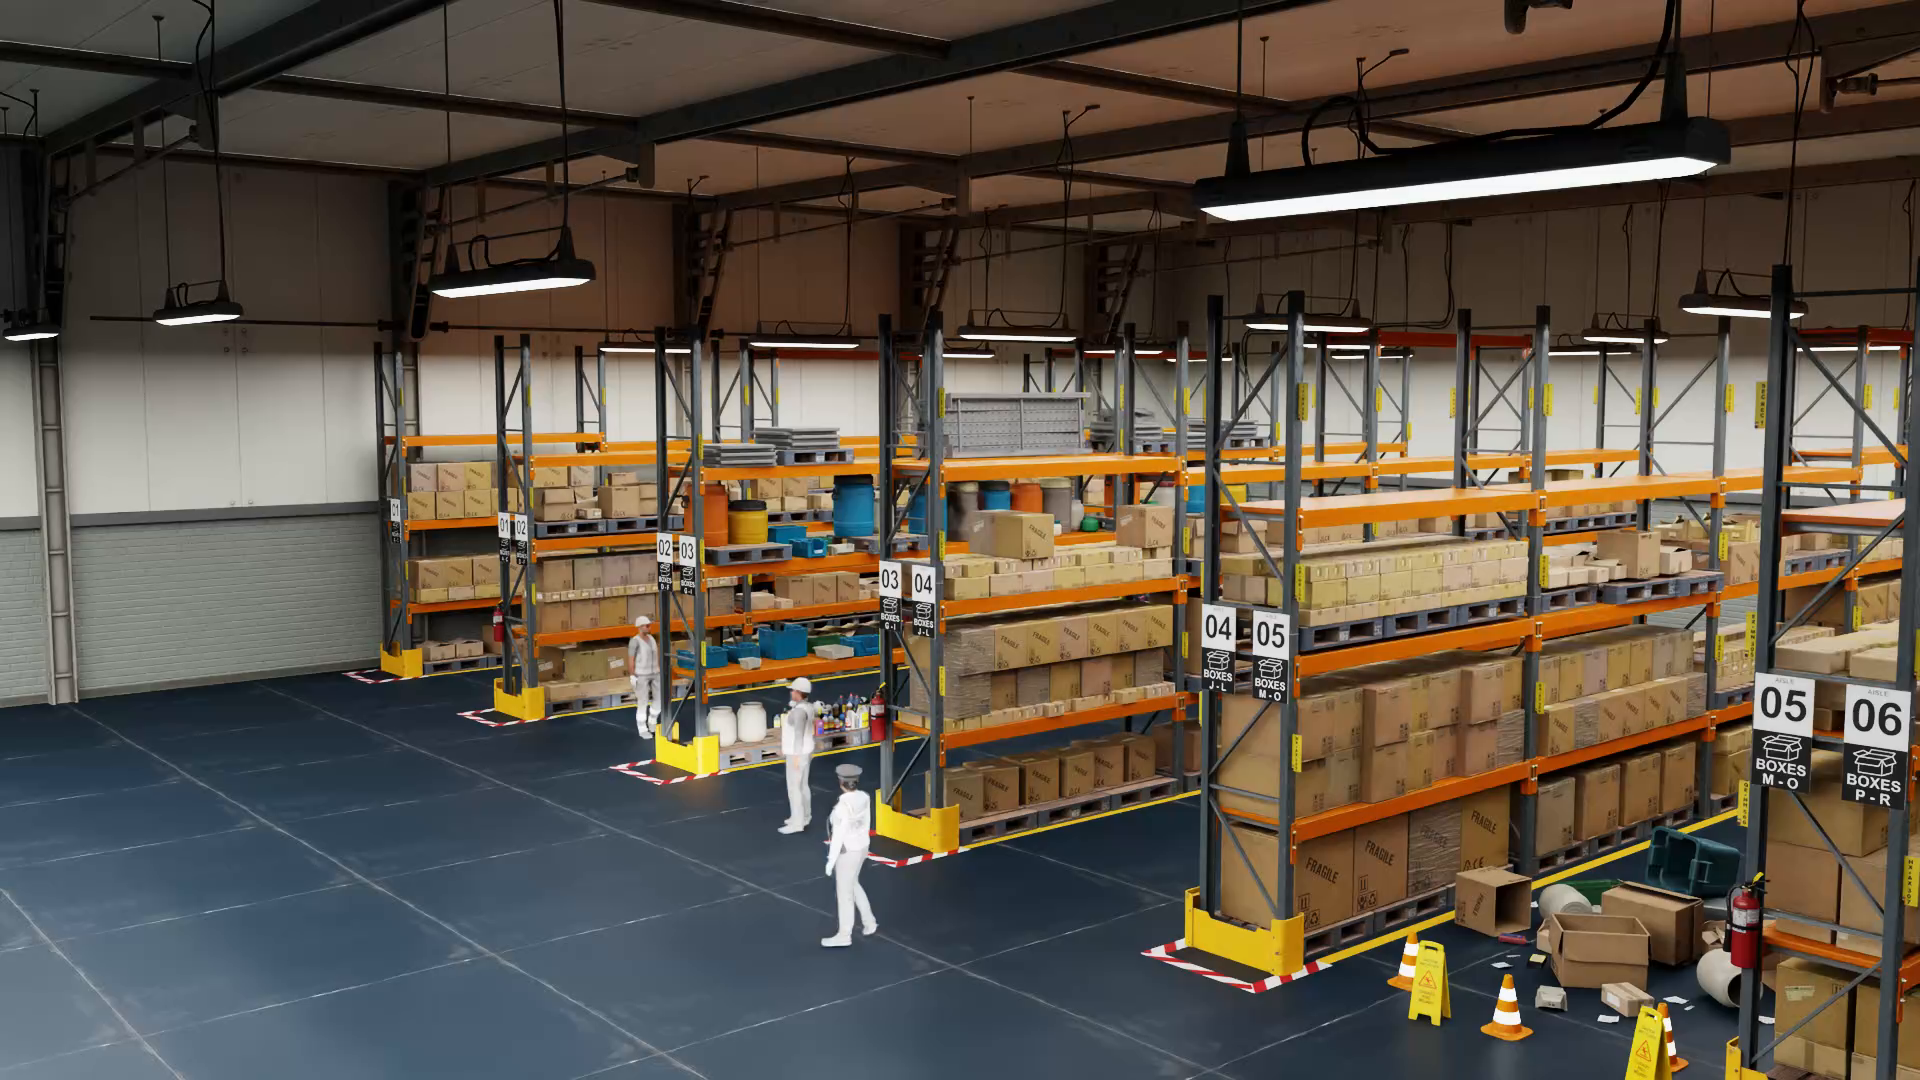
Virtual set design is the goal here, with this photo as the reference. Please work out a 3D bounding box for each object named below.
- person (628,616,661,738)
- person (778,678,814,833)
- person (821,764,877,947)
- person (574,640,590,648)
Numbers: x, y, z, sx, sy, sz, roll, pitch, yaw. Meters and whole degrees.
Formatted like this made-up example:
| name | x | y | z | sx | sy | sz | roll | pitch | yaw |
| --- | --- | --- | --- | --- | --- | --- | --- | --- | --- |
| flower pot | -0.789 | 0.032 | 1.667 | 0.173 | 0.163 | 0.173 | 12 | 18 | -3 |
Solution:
| name | x | y | z | sx | sy | sz | roll | pitch | yaw |
| --- | --- | --- | --- | --- | --- | --- | --- | --- | --- |
| person | -4.660 | 2.026 | 24.773 | 0.521 | 1.791 | 0.625 | 5 | 7 | 42 |
| person | -1.913 | 2.508 | 19.524 | 0.378 | 1.796 | 0.566 | 1 | 5 | 7 |
| person | -1.023 | 2.925 | 15.478 | 0.437 | 1.690 | 0.570 | 2 | 6 | 20 |
| person | -6.786 | 1.601 | 30.318 | 0.528 | 1.632 | 0.628 | 0 | 5 | -1 |
